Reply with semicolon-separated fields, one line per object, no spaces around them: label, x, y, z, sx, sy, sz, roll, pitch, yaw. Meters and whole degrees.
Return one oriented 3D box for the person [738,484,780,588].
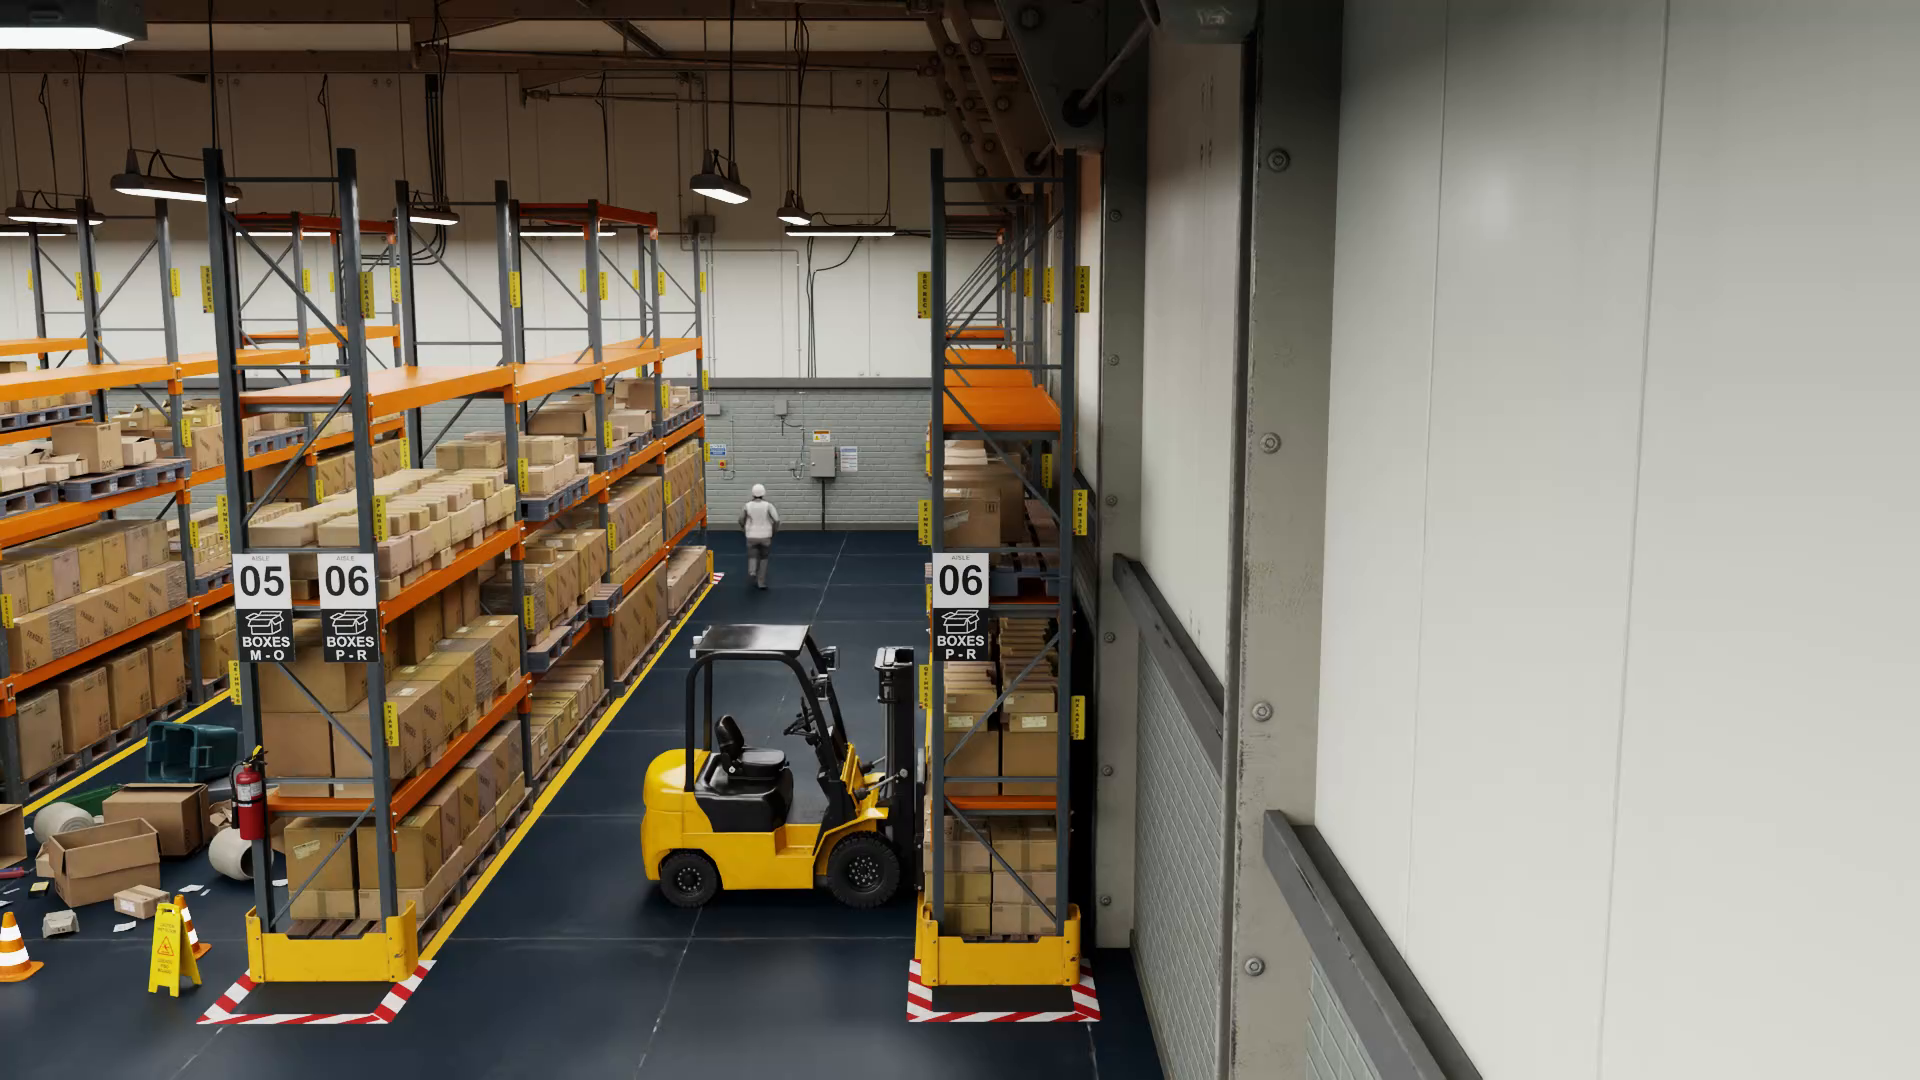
person;-3.288;-0.041;27.240;0.680;1.751;0.674;0;9;-2

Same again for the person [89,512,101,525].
person;-12.882;0.301;25.142;0.645;1.725;0.754;-2;9;-10
